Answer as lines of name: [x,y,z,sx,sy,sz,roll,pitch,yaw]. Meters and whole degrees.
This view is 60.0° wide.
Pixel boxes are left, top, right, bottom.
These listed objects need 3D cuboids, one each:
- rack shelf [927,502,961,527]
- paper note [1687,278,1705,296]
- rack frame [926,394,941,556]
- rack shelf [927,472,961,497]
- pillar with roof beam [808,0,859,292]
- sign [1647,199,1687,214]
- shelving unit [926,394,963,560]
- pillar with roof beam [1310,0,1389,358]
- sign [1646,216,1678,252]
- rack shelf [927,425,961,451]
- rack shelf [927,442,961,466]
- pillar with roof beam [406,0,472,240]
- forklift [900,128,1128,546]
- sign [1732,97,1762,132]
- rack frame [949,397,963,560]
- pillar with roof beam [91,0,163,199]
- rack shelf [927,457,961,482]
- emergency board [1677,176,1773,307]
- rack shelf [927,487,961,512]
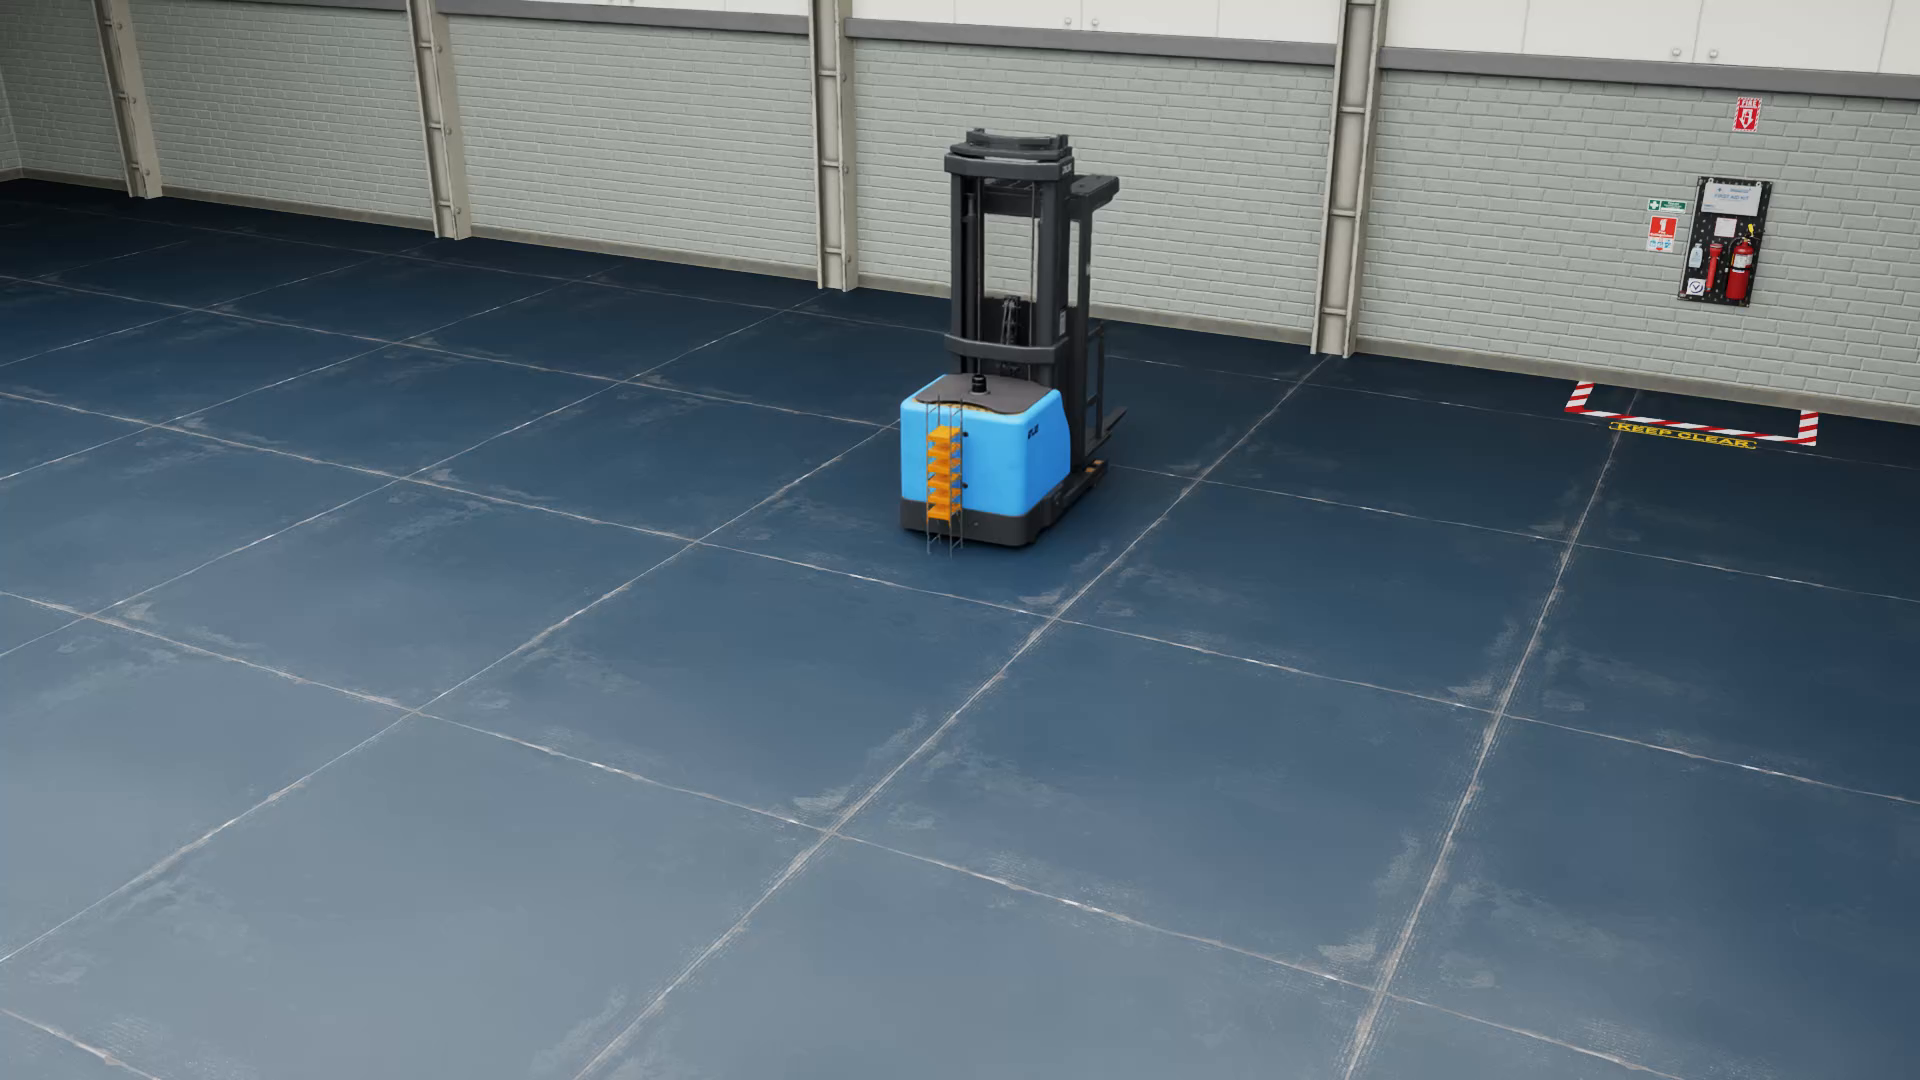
rack shelf: [-0.113,-0.201,12.443,0.180,0.103,0.258,9,25,21]
paper note: [6.941,-2.387,15.681,0.142,0.148,0.016,11,25,25]
rack frame: [-0.197,-0.477,12.364,0.006,1.200,0.240,9,25,21]
rack shelf: [-0.113,-0.422,12.349,0.180,0.103,0.258,9,25,21]
pillar with roof beam: [-3.396,-5.663,14.594,0.400,9.000,9.100,11,25,25]
sign: [6.621,-3.127,15.573,0.331,0.109,0.001,11,25,25]
shelving unit: [-0.113,-0.463,12.332,0.189,1.200,0.258,9,25,21]
pillar with roof beam: [1.959,-4.604,12.103,0.400,9.000,9.100,11,25,25]
sign: [6.621,-2.887,15.686,0.234,0.329,0.001,11,25,25]
rack shelf: [-0.113,-0.754,12.209,0.180,0.103,0.258,9,25,21]
rack shelf: [-0.113,-0.643,12.256,0.180,0.103,0.258,9,25,21]
pillar with roof beam: [-8.750,-6.723,17.085,0.400,9.000,9.100,11,25,25]
forklift: [0.594,-1.847,13.375,1.130,2.935,3.031,10,25,22]
sign: [7.105,-3.840,15.010,0.199,0.298,0.001,11,25,25]
rack frame: [-0.028,-0.449,12.300,0.006,1.200,0.240,9,25,21]
pillar with roof beam: [-14.105,-7.782,19.576,0.400,9.000,9.100,11,25,25]
rack shelf: [-0.113,-0.533,12.303,0.180,0.103,0.258,9,25,21]
emergency board: [7.068,-2.737,15.378,0.643,1.169,0.194,11,25,25]
rack shelf: [-0.113,-0.312,12.396,0.180,0.103,0.258,9,25,21]
